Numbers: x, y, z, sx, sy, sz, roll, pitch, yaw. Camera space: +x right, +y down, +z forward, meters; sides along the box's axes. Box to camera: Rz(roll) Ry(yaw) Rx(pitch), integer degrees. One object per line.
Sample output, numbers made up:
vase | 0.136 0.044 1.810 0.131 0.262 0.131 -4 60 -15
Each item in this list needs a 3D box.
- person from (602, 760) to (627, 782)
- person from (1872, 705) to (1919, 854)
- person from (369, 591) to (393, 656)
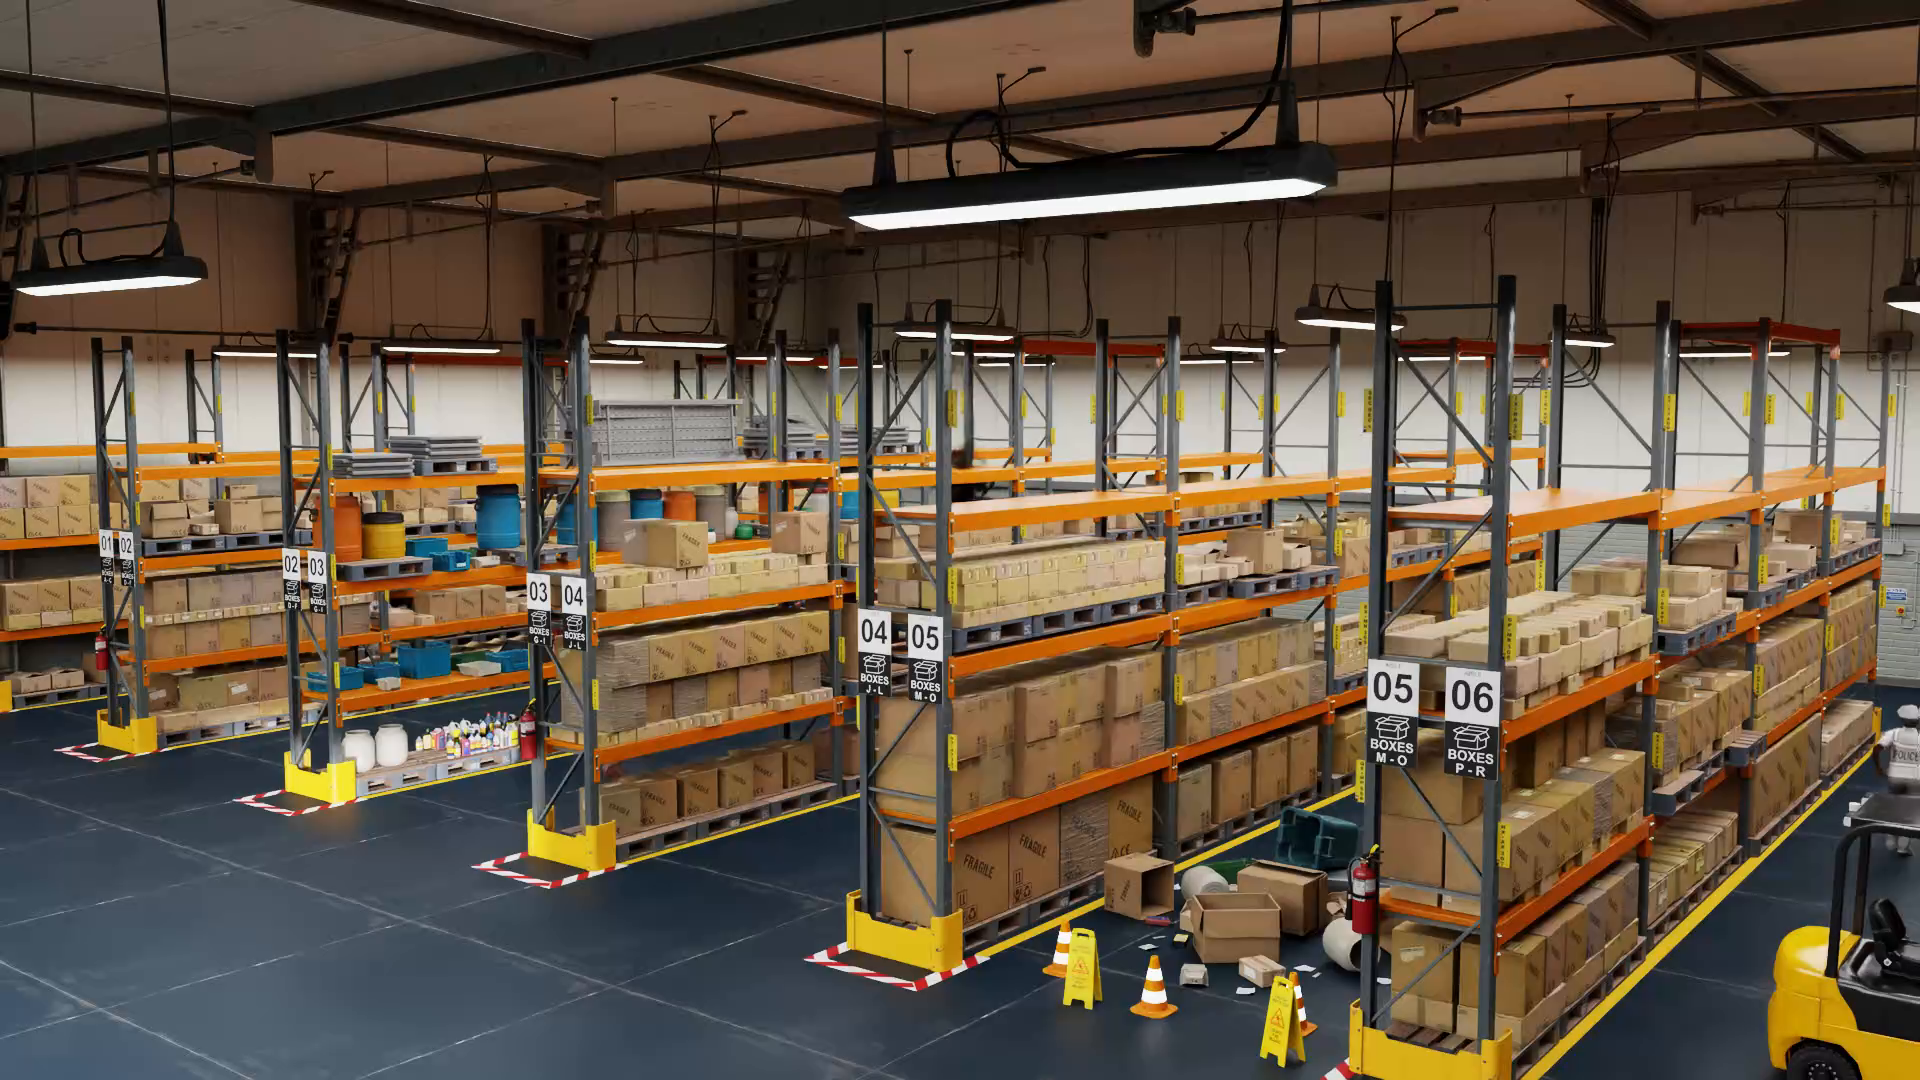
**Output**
person | -4.289 2.527 20.749 0.556 1.635 0.610 4 6 37
person | 10.675 2.705 18.805 0.596 1.678 0.644 4 6 38
person | -10.647 1.679 30.326 0.562 1.719 0.857 3 6 29
